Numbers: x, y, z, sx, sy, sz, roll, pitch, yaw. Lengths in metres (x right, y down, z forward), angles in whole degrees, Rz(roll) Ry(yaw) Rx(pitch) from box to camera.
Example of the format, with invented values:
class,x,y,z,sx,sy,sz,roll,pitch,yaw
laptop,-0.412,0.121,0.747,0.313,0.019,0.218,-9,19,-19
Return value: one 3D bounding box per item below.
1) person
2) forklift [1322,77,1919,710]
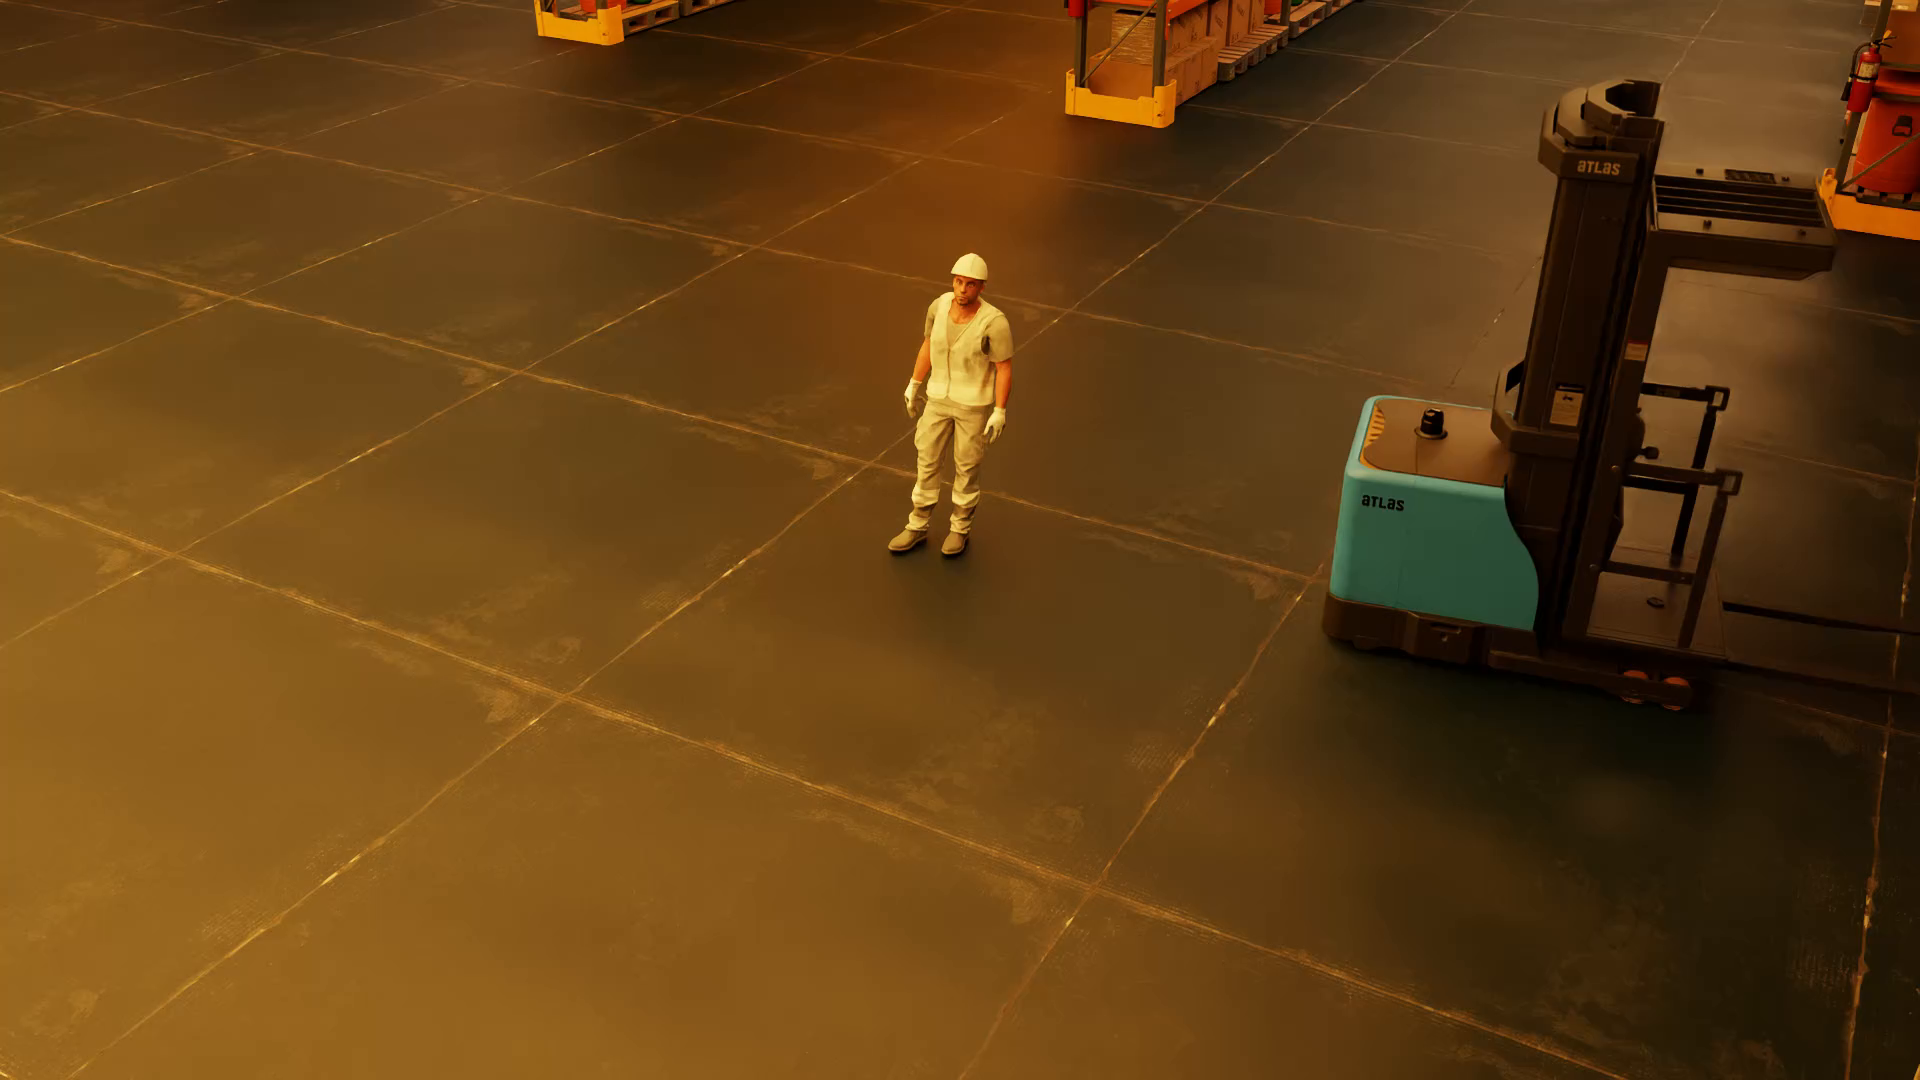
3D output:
class,x,y,z,sx,sy,sz,roll,pitch,yaw
person,-0.050,-0.749,9.496,0.637,1.790,0.562,15,33,25
forklift,3.541,-0.699,8.282,3.031,2.935,1.130,10,31,16
